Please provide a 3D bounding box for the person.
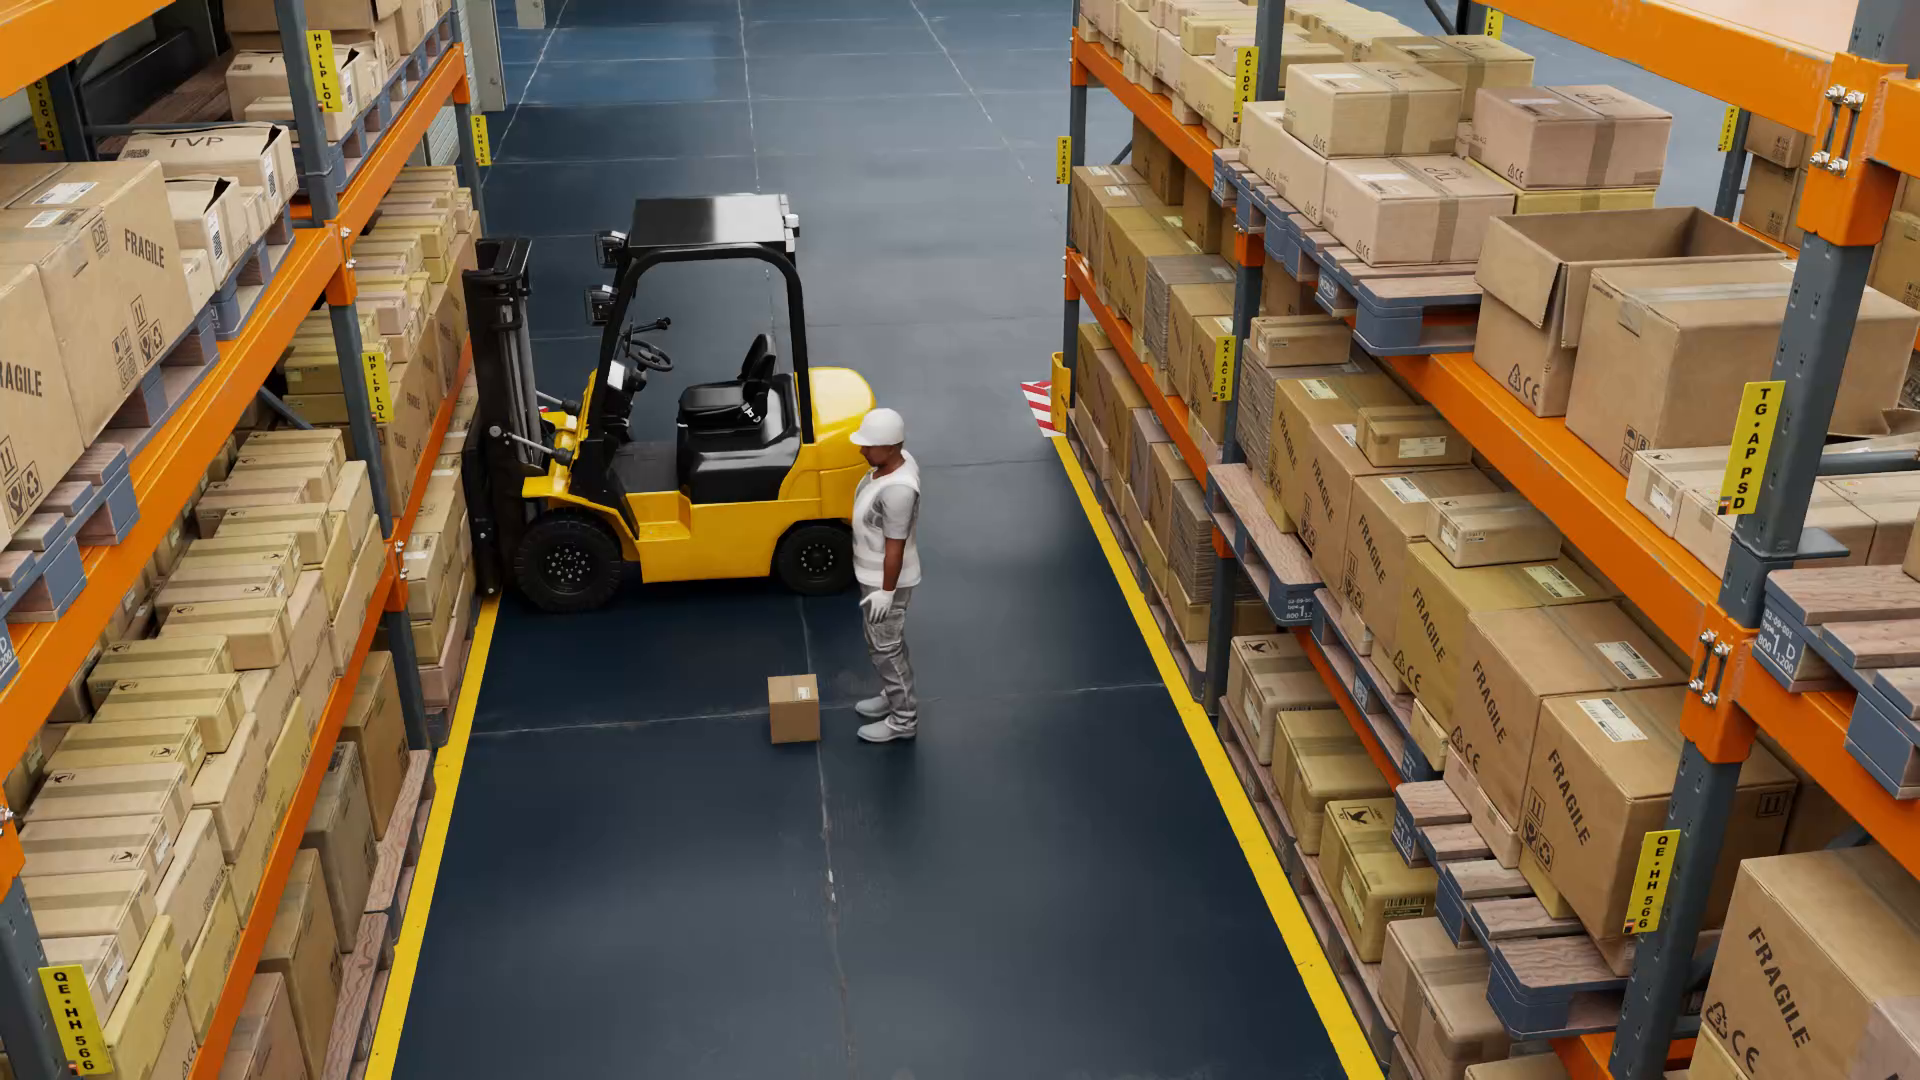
[{"bbox_3d":[-0.362,0.174,8.262,0.359,1.778,0.548,-3,27,-6],"label":"person"}]
